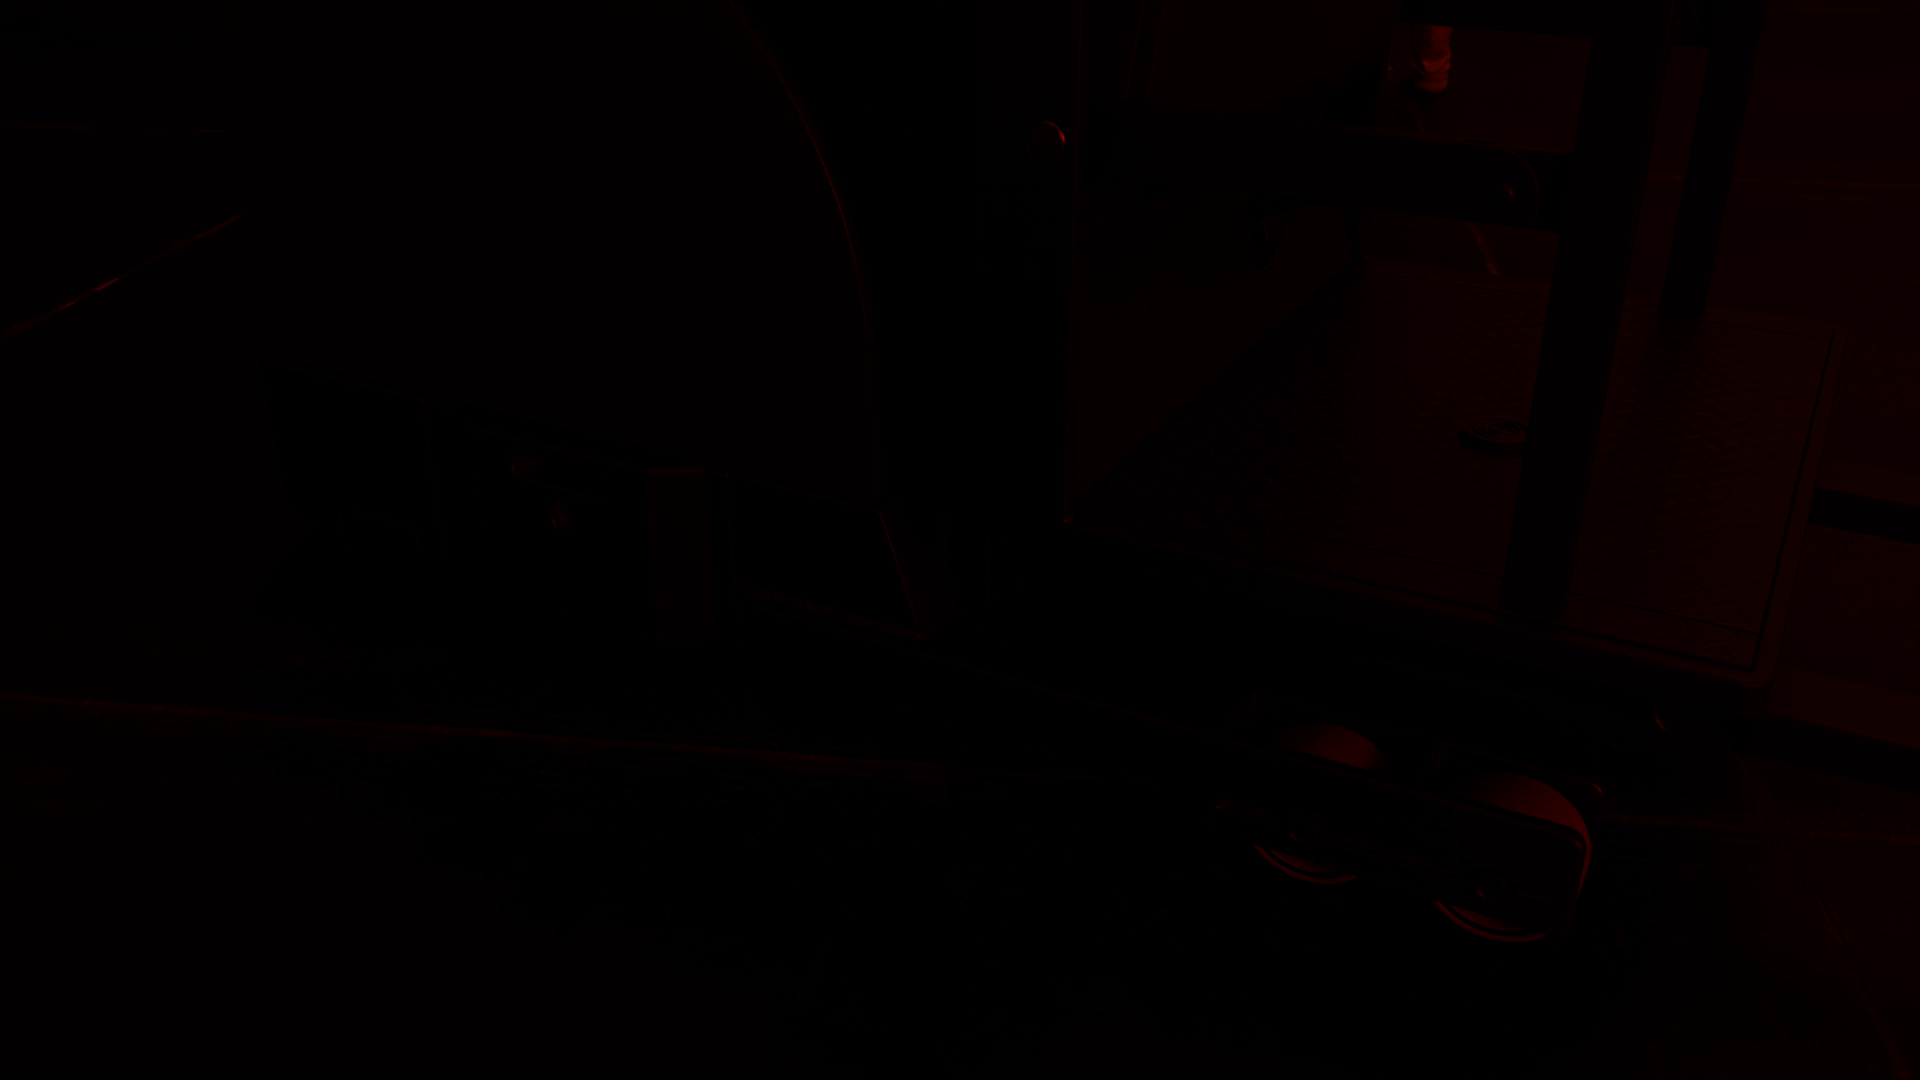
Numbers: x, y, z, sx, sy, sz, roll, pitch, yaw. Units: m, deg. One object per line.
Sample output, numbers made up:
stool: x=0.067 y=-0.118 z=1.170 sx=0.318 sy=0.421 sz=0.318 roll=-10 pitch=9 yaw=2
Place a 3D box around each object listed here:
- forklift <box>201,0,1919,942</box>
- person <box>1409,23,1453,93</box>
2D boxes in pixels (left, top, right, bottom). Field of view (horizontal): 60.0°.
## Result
forklift: x=0.546 y=-1.177 z=1.576 sx=3.031 sy=2.935 sz=1.130 roll=14 pitch=30 yaw=26
person: x=1.321 y=-2.247 z=5.013 sx=0.665 sy=1.768 sz=0.566 roll=0 pitch=27 yaw=1
